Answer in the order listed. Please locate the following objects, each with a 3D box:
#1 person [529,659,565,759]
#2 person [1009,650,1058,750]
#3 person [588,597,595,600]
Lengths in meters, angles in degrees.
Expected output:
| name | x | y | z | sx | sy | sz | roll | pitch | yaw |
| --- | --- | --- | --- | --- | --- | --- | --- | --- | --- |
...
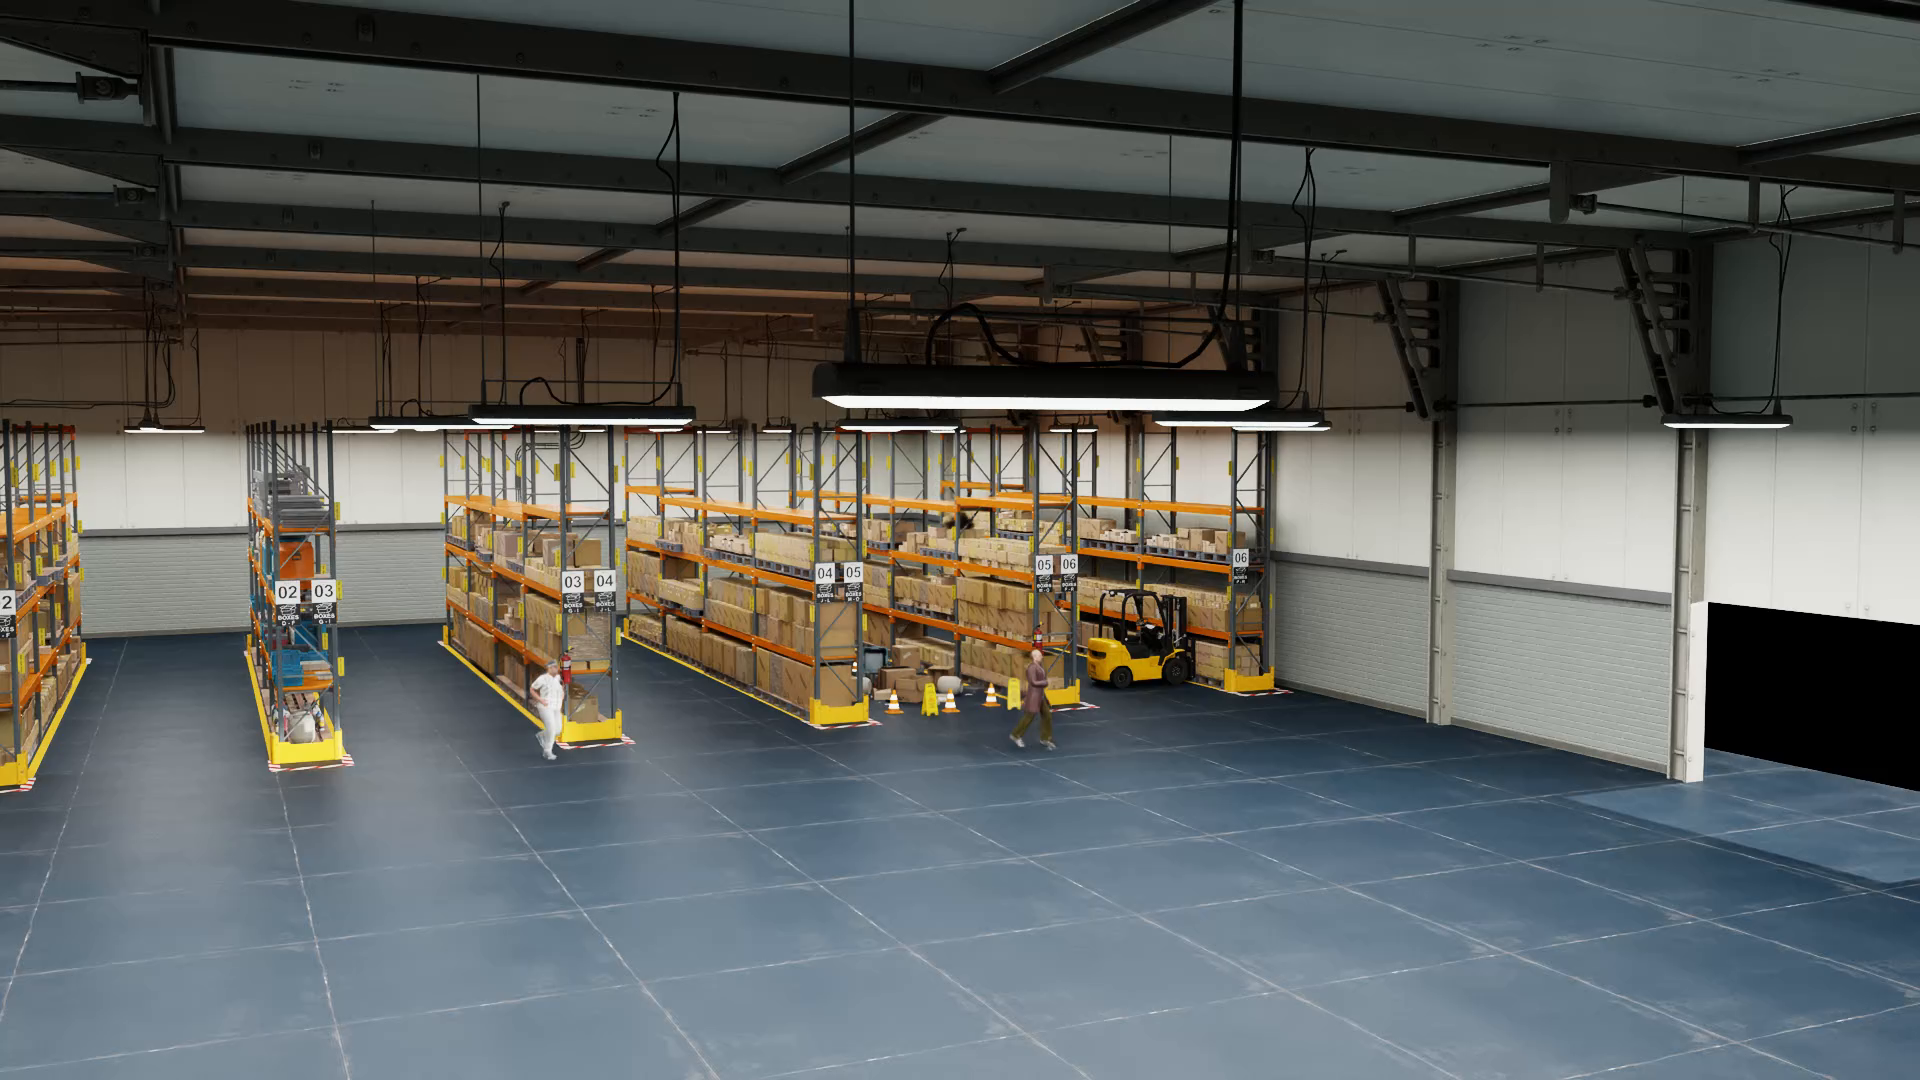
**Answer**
| name | x | y | z | sx | sy | sz | roll | pitch | yaw |
| --- | --- | --- | --- | --- | --- | --- | --- | --- | --- |
| person | -7.381 | 3.015 | 29.937 | 0.800 | 1.740 | 0.694 | 2 | 4 | 33 |
| person | 1.340 | 2.924 | 30.386 | 0.898 | 1.846 | 0.705 | 1 | 4 | 22 |
| person | -10.643 | 1.971 | 46.927 | 0.782 | 1.671 | 0.624 | 0 | 4 | -3 |
